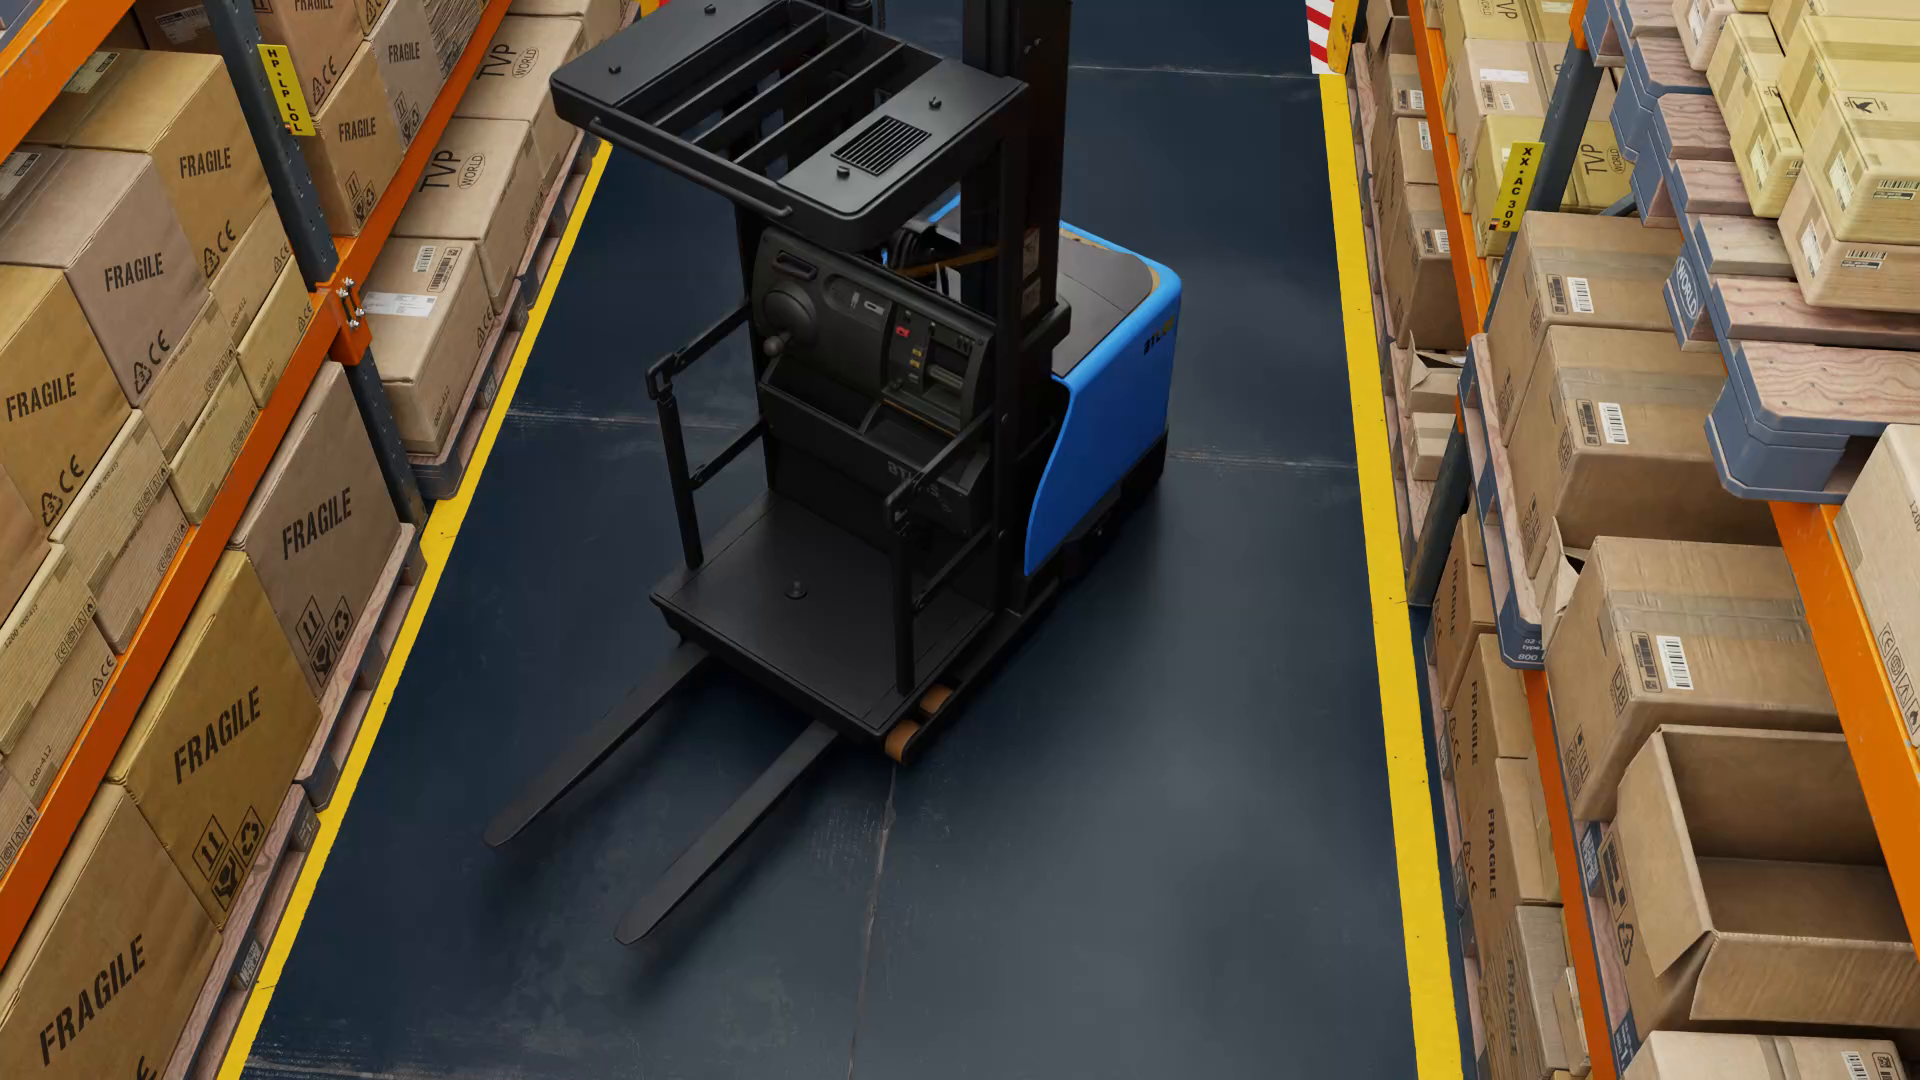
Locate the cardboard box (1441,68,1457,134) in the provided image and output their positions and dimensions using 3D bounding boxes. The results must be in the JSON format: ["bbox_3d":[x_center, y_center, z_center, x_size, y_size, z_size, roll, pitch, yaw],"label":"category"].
[{"bbox_3d":[2.083,-1.696,6.438,0.380,0.149,0.250,3,48,3],"label":"cardboard box"}]

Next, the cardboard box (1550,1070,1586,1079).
[{"bbox_3d":[1.818,1.801,4.479,0.500,0.500,0.500,6,48,5],"label":"cardboard box"}]

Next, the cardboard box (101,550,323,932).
[{"bbox_3d":[-2.738,0.606,5.318,0.875,0.875,0.875,5,48,5],"label":"cardboard box"}]

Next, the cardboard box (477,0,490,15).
[{"bbox_3d":[-2.234,-2.568,6.998,0.500,0.500,0.500,5,48,5],"label":"cardboard box"}]

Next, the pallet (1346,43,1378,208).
[{"bbox_3d":[2.543,-2.120,8.546,1.003,0.211,1.213,4,48,4],"label":"pallet"}]

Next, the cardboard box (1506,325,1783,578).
[{"bbox_3d":[1.943,-0.218,4.564,0.700,0.500,0.500,4,48,4],"label":"cardboard box"}]

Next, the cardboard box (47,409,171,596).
[{"bbox_3d":[-2.564,-0.123,4.593,0.500,0.250,0.500,5,48,4],"label":"cardboard box"}]

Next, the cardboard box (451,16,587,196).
[{"bbox_3d":[-2.357,-2.146,8.132,0.875,0.438,0.875,5,48,5],"label":"cardboard box"}]

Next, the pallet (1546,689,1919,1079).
[{"bbox_3d":[2.065,0.812,4.105,1.003,0.211,1.213,4,48,4],"label":"pallet"}]

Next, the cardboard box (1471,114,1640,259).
[{"bbox_3d":[2.061,-1.204,5.718,0.500,0.250,0.500,5,48,5],"label":"cardboard box"}]

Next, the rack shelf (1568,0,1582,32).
[{"bbox_3d":[2.439,-3.002,5.918,1.077,0.370,4.000,4,48,4],"label":"rack shelf"}]

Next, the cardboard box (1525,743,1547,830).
[{"bbox_3d":[1.928,0.747,5.004,0.380,0.149,0.250,4,48,3],"label":"cardboard box"}]

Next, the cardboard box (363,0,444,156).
[{"bbox_3d":[-2.333,-1.825,6.318,0.500,0.500,0.500,4,48,4],"label":"cardboard box"}]

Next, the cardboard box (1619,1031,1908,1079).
[{"bbox_3d":[1.666,1.288,3.356,0.500,0.250,0.500,2,48,2],"label":"cardboard box"}]

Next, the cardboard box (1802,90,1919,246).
[{"bbox_3d":[1.711,-0.641,2.887,0.380,0.149,0.250,4,48,4],"label":"cardboard box"}]

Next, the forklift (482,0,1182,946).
[{"bbox_3d":[-0.429,-0.597,5.310,1.130,2.935,3.031,29,54,24],"label":"forklift"}]

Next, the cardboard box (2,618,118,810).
[{"bbox_3d":[-2.631,0.427,4.429,0.500,0.250,0.500,4,48,4],"label":"cardboard box"}]

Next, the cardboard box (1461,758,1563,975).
[{"bbox_3d":[1.900,1.037,5.178,0.500,0.500,0.500,3,48,2],"label":"cardboard box"}]

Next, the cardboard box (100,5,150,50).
[{"bbox_3d":[-2.918,-1.831,5.646,0.500,0.500,0.500,4,48,3],"label":"cardboard box"}]

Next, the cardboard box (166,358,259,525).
[{"bbox_3d":[-2.524,-0.323,5.114,0.500,0.250,0.500,3,48,3],"label":"cardboard box"}]

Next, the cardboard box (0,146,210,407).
[{"bbox_3d":[-2.517,-0.740,4.648,0.500,0.500,0.500,5,48,4],"label":"cardboard box"}]

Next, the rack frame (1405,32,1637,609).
[{"bbox_3d":[2.257,-0.763,5.415,1.000,3.000,0.127,4,48,4],"label":"rack frame"}]

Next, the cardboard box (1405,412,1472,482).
[{"bbox_3d":[2.015,-0.372,6.705,0.380,0.149,0.250,3,48,2],"label":"cardboard box"}]

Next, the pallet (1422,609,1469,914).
[{"bbox_3d":[2.221,0.778,5.895,1.003,0.211,1.213,4,48,4],"label":"pallet"}]

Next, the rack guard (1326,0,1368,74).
[{"bbox_3d":[2.615,-2.803,8.975,1.175,0.500,0.348,4,48,4],"label":"rack guard"}]

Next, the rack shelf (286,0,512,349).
[{"bbox_3d":[-2.504,-2.321,7.328,1.077,0.370,4.000,4,48,4],"label":"rack shelf"}]

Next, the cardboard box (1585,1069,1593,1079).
[{"bbox_3d":[1.839,1.512,4.304,0.380,0.149,0.250,3,48,3],"label":"cardboard box"}]

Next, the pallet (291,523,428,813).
[{"bbox_3d":[-2.681,0.419,6.224,1.003,0.211,1.213,4,48,4],"label":"pallet"}]

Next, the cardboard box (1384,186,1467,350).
[{"bbox_3d":[2.260,-1.169,7.196,0.700,0.500,0.500,2,48,2],"label":"cardboard box"}]

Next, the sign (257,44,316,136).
[{"bbox_3d":[-2.145,-1.429,5.293,0.100,0.325,0.005,4,48,4],"label":"sign"}]

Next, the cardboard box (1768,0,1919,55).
[{"bbox_3d":[1.812,-1.010,3.224,0.380,0.149,0.250,4,48,4],"label":"cardboard box"}]

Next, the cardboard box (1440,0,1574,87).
[{"bbox_3d":[2.150,-1.938,6.390,0.500,0.250,0.500,4,48,3],"label":"cardboard box"}]

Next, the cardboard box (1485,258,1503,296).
[{"bbox_3d":[2.035,-0.930,5.738,0.380,0.149,0.250,4,48,4],"label":"cardboard box"}]

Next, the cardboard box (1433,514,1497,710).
[{"bbox_3d":[1.989,0.279,5.871,0.500,0.500,0.500,6,48,5],"label":"cardboard box"}]

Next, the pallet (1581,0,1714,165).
[{"bbox_3d":[2.128,-1.238,3.944,1.213,0.211,1.003,4,48,4],"label":"pallet"}]

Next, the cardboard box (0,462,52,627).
[{"bbox_3d":[-2.615,0.013,3.960,0.500,0.500,0.500,5,48,4],"label":"cardboard box"}]

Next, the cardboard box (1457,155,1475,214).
[{"bbox_3d":[2.036,-1.315,6.090,0.380,0.149,0.250,5,48,5],"label":"cardboard box"}]

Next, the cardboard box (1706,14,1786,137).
[{"bbox_3d":[1.743,-0.923,3.346,0.380,0.149,0.250,3,48,3],"label":"cardboard box"}]

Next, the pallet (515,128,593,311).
[{"bbox_3d":[-2.430,-1.606,8.075,1.003,0.211,1.213,4,48,4],"label":"pallet"}]

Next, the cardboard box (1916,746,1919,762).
[{"bbox_3d":[1.743,0.452,2.373,0.500,0.250,0.500,4,48,4],"label":"cardboard box"}]

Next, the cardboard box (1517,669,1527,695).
[{"bbox_3d":[1.999,0.364,5.354,0.380,0.149,0.250,2,48,2],"label":"cardboard box"}]

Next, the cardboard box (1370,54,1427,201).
[{"bbox_3d":[2.355,-1.932,7.894,0.700,0.500,0.500,6,48,5],"label":"cardboard box"}]

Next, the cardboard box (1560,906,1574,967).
[{"bbox_3d":[1.907,1.130,4.654,0.380,0.149,0.250,4,48,4],"label":"cardboard box"}]

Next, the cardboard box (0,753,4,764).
[{"bbox_3d":[-2.653,0.626,3.907,0.500,0.250,0.500,4,48,3],"label":"cardboard box"}]

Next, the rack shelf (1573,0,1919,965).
[{"bbox_3d":[2.075,-0.063,3.230,1.077,0.370,4.000,4,48,4],"label":"rack shelf"}]

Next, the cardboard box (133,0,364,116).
[{"bbox_3d":[-2.402,-1.799,5.617,0.500,0.500,0.500,4,48,4],"label":"cardboard box"}]

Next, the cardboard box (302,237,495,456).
[{"bbox_3d":[-2.522,-0.825,6.924,0.875,0.438,0.875,3,48,3],"label":"cardboard box"}]

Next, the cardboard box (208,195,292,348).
[{"bbox_3d":[-2.484,-0.872,5.278,0.500,0.250,0.500,4,48,3],"label":"cardboard box"}]

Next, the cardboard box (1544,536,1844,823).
[{"bbox_3d":[1.872,0.359,4.036,0.700,0.500,0.500,4,48,3],"label":"cardboard box"}]

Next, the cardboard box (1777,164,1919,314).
[{"bbox_3d":[1.719,-0.542,2.998,0.380,0.149,0.250,5,48,4],"label":"cardboard box"}]

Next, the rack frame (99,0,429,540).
[{"bbox_3d":[-2.686,-1.094,5.718,1.000,3.000,0.127,4,48,4],"label":"rack frame"}]

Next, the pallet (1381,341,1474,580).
[{"bbox_3d":[2.321,-0.327,6.906,1.003,0.211,1.213,4,48,4],"label":"pallet"}]
